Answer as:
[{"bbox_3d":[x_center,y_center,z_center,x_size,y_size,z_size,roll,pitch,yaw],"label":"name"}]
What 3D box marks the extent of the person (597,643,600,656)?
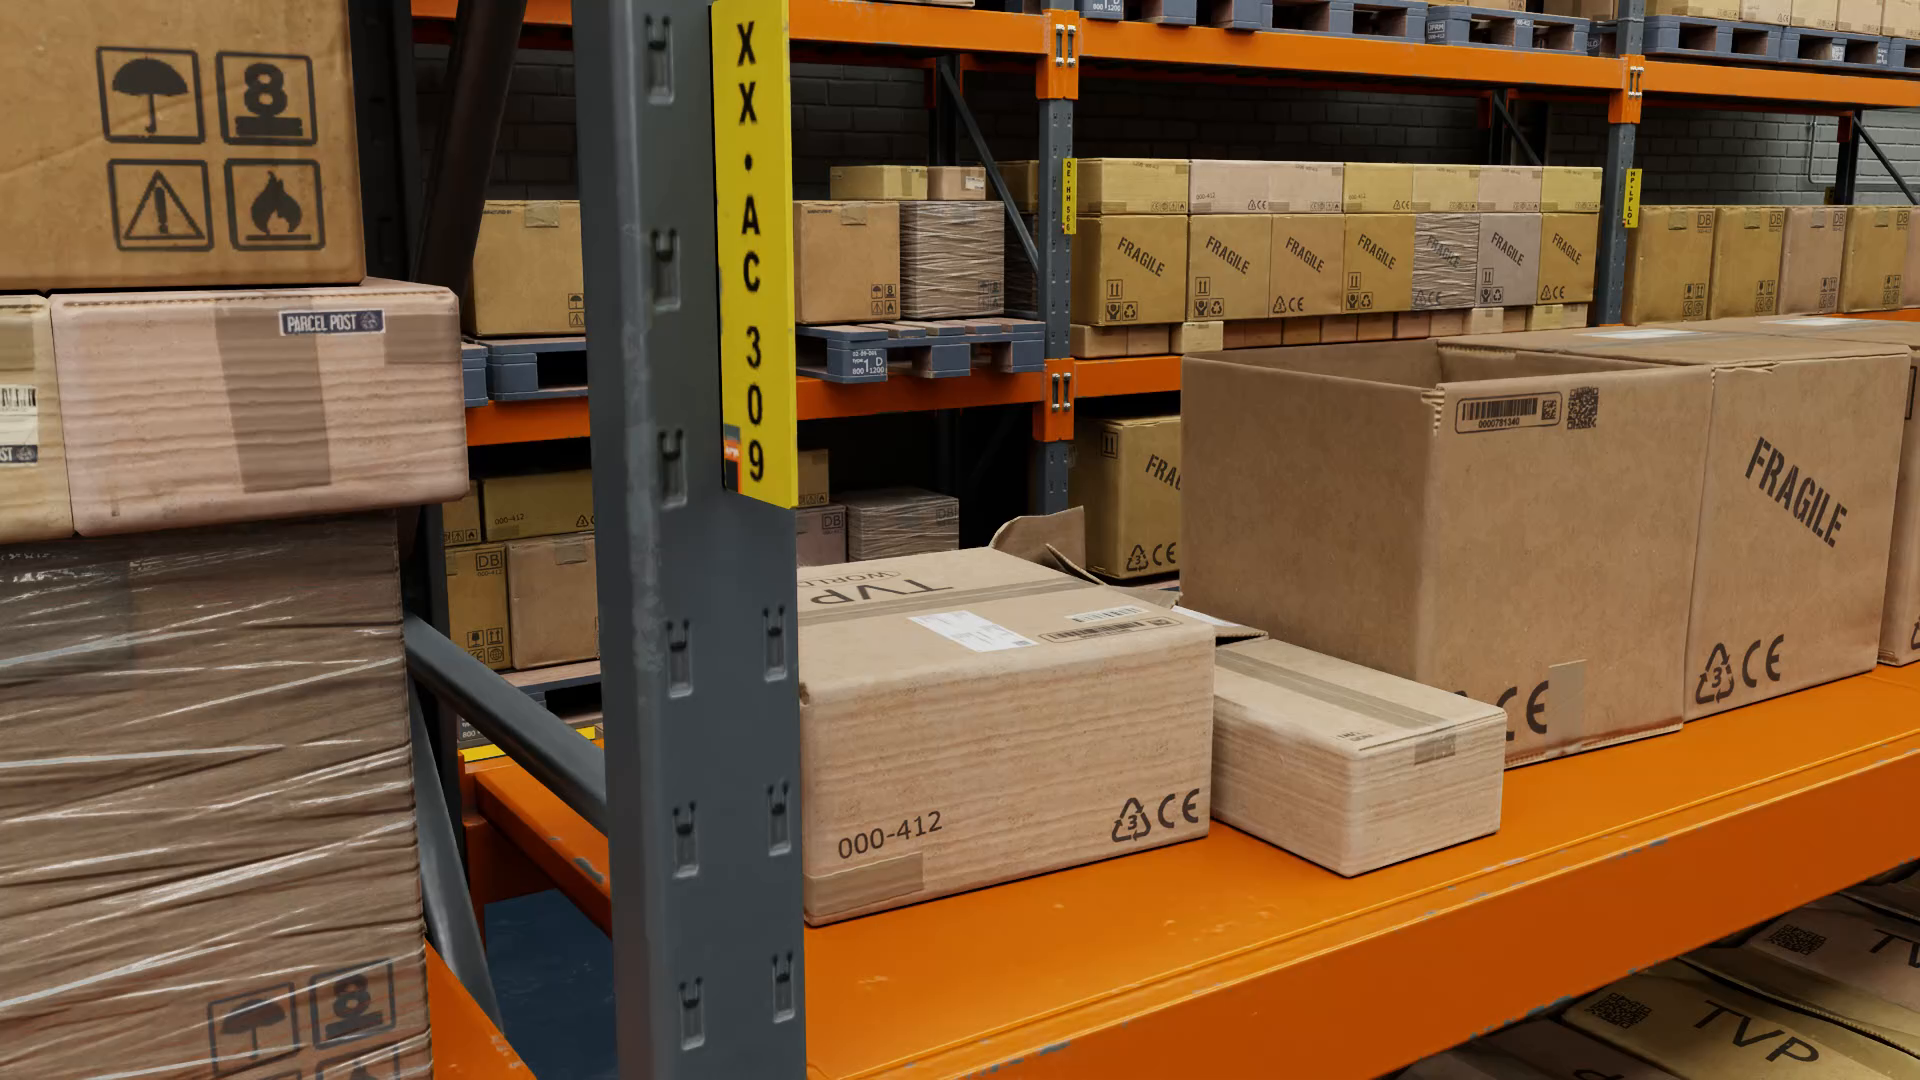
[{"bbox_3d":[-0.838,0.493,5.845,0.926,0.790,0.453,-8,14,-34],"label":"person"}]
